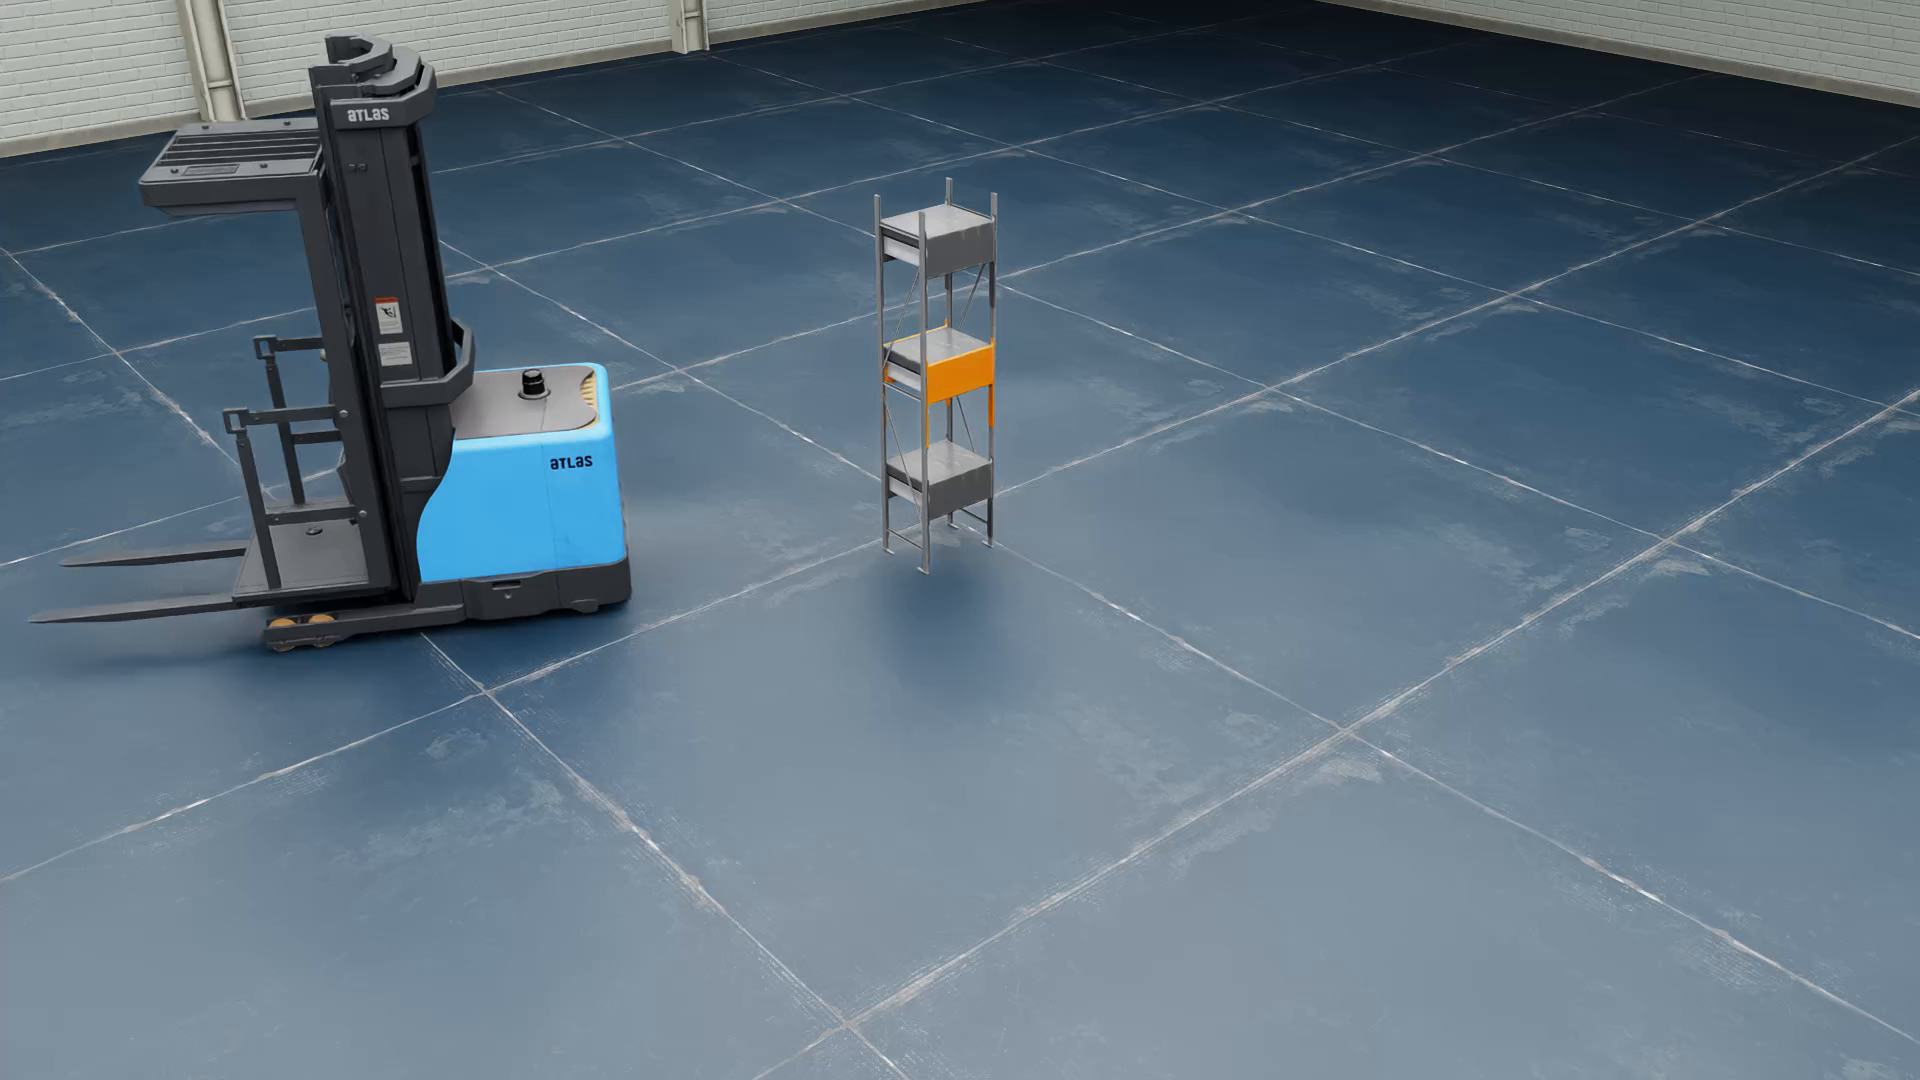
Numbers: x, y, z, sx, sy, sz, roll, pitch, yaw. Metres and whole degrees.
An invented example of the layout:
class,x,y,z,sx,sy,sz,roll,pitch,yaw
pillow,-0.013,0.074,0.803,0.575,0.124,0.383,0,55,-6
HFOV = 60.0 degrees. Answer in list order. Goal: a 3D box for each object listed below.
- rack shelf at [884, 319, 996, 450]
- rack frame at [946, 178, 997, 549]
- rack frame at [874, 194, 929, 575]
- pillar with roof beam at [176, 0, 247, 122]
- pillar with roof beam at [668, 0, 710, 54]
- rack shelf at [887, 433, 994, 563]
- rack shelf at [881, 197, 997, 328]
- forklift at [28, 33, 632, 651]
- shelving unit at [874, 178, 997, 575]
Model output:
class,x,y,z,sx,sy,sz,roll,pitch,yaw
rack shelf,-0.126,-0.863,9.167,0.480,0.518,0.431,-22,35,-35
rack frame,0.060,-0.950,9.300,0.015,2.100,0.400,-22,35,-35
rack frame,-0.312,-0.801,9.021,0.015,2.100,0.400,-22,35,-35
pillar with roof beam,-5.293,-6.997,13.295,0.400,9.000,9.100,-22,35,-35
pillar with roof beam,-0.728,-8.832,16.729,0.400,9.000,9.100,-22,35,-35
rack shelf,-0.126,-0.246,9.497,0.480,0.518,0.431,-22,35,-35
rack shelf,-0.126,-1.481,8.837,0.480,0.518,0.431,-22,35,-35
forklift,-3.360,-0.986,8.486,3.031,2.935,1.130,-6,29,-11
shelving unit,-0.126,-0.875,9.160,0.503,2.100,0.431,-22,35,-35
